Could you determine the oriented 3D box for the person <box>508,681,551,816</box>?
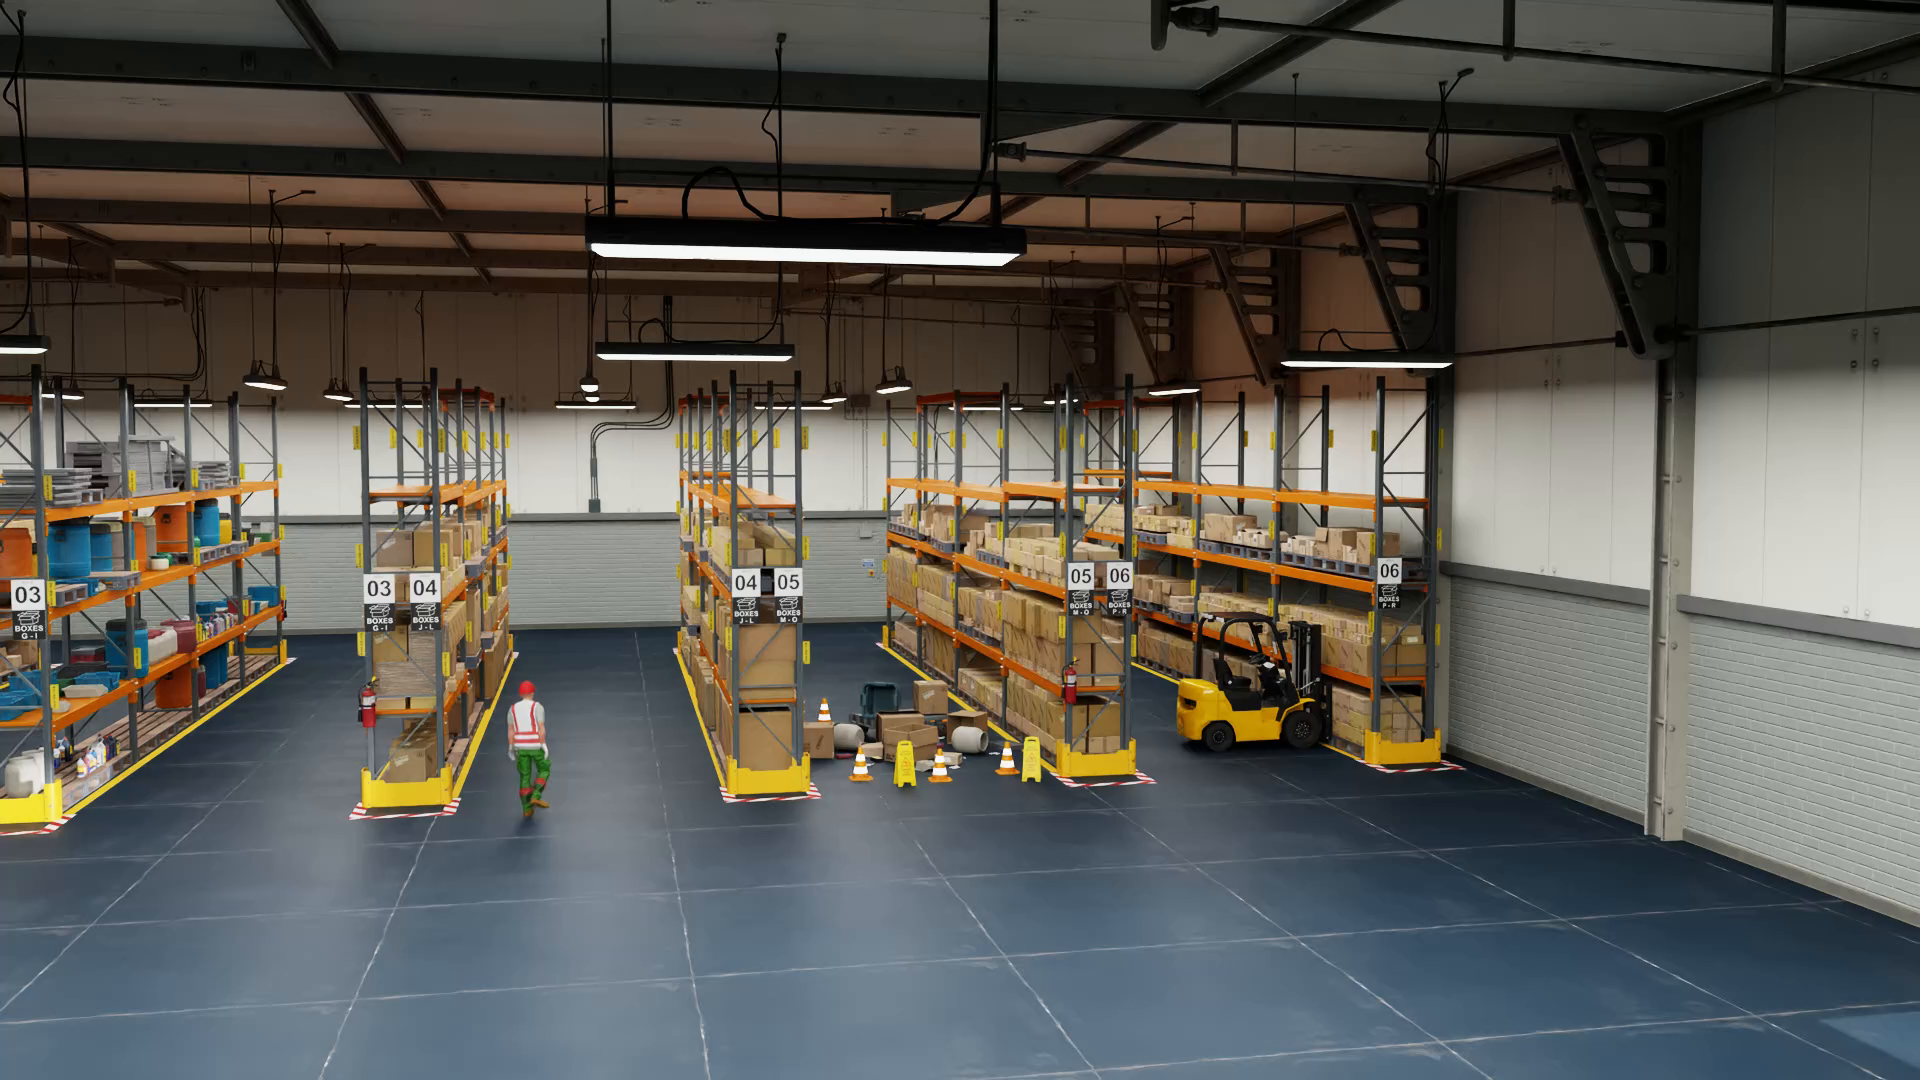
[{"bbox_3d":[-5.775,2.780,22.241,0.571,1.779,0.504,0,3,1],"label":"person"}]
